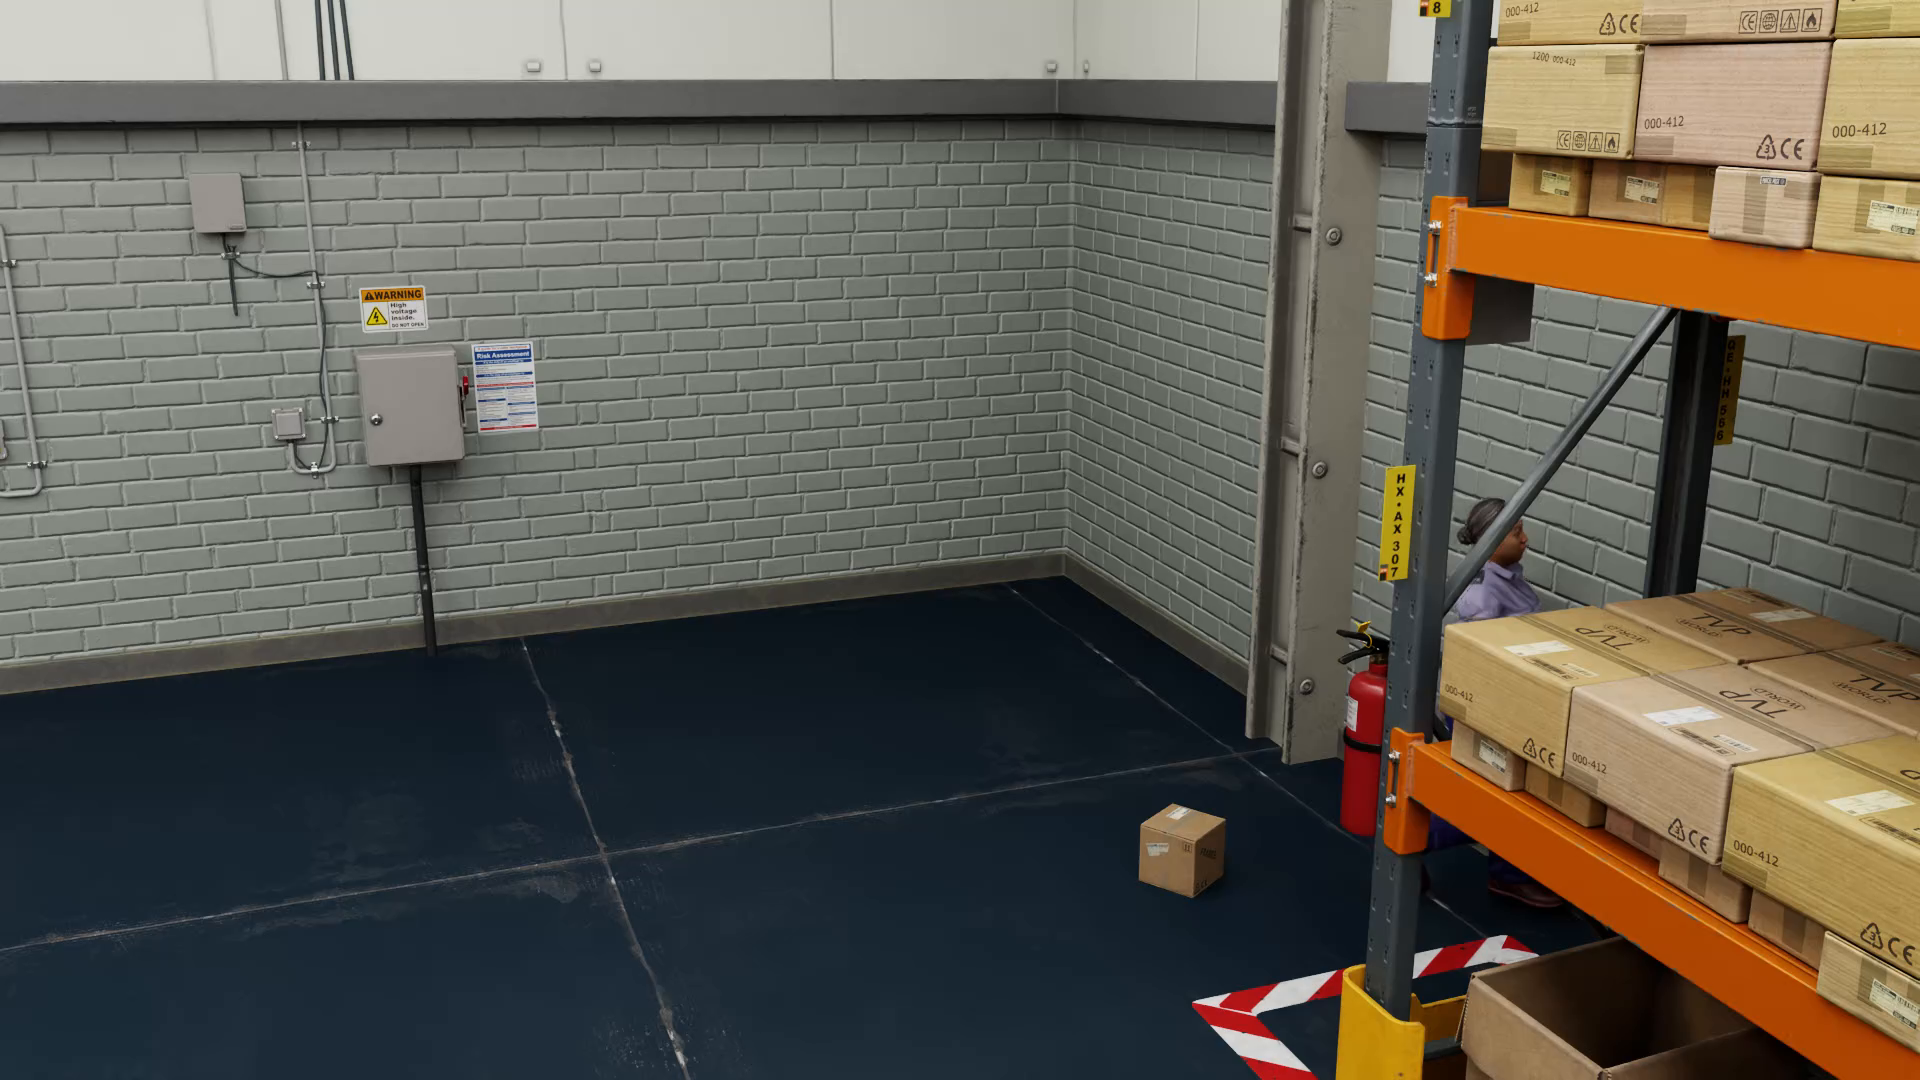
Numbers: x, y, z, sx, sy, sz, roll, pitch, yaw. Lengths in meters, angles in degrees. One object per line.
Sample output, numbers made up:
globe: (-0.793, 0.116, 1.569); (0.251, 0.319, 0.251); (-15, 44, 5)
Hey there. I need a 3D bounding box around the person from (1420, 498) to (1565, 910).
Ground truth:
person: (1.996, 0.631, 6.282); (0.662, 1.627, 0.494); (9, 18, 28)
